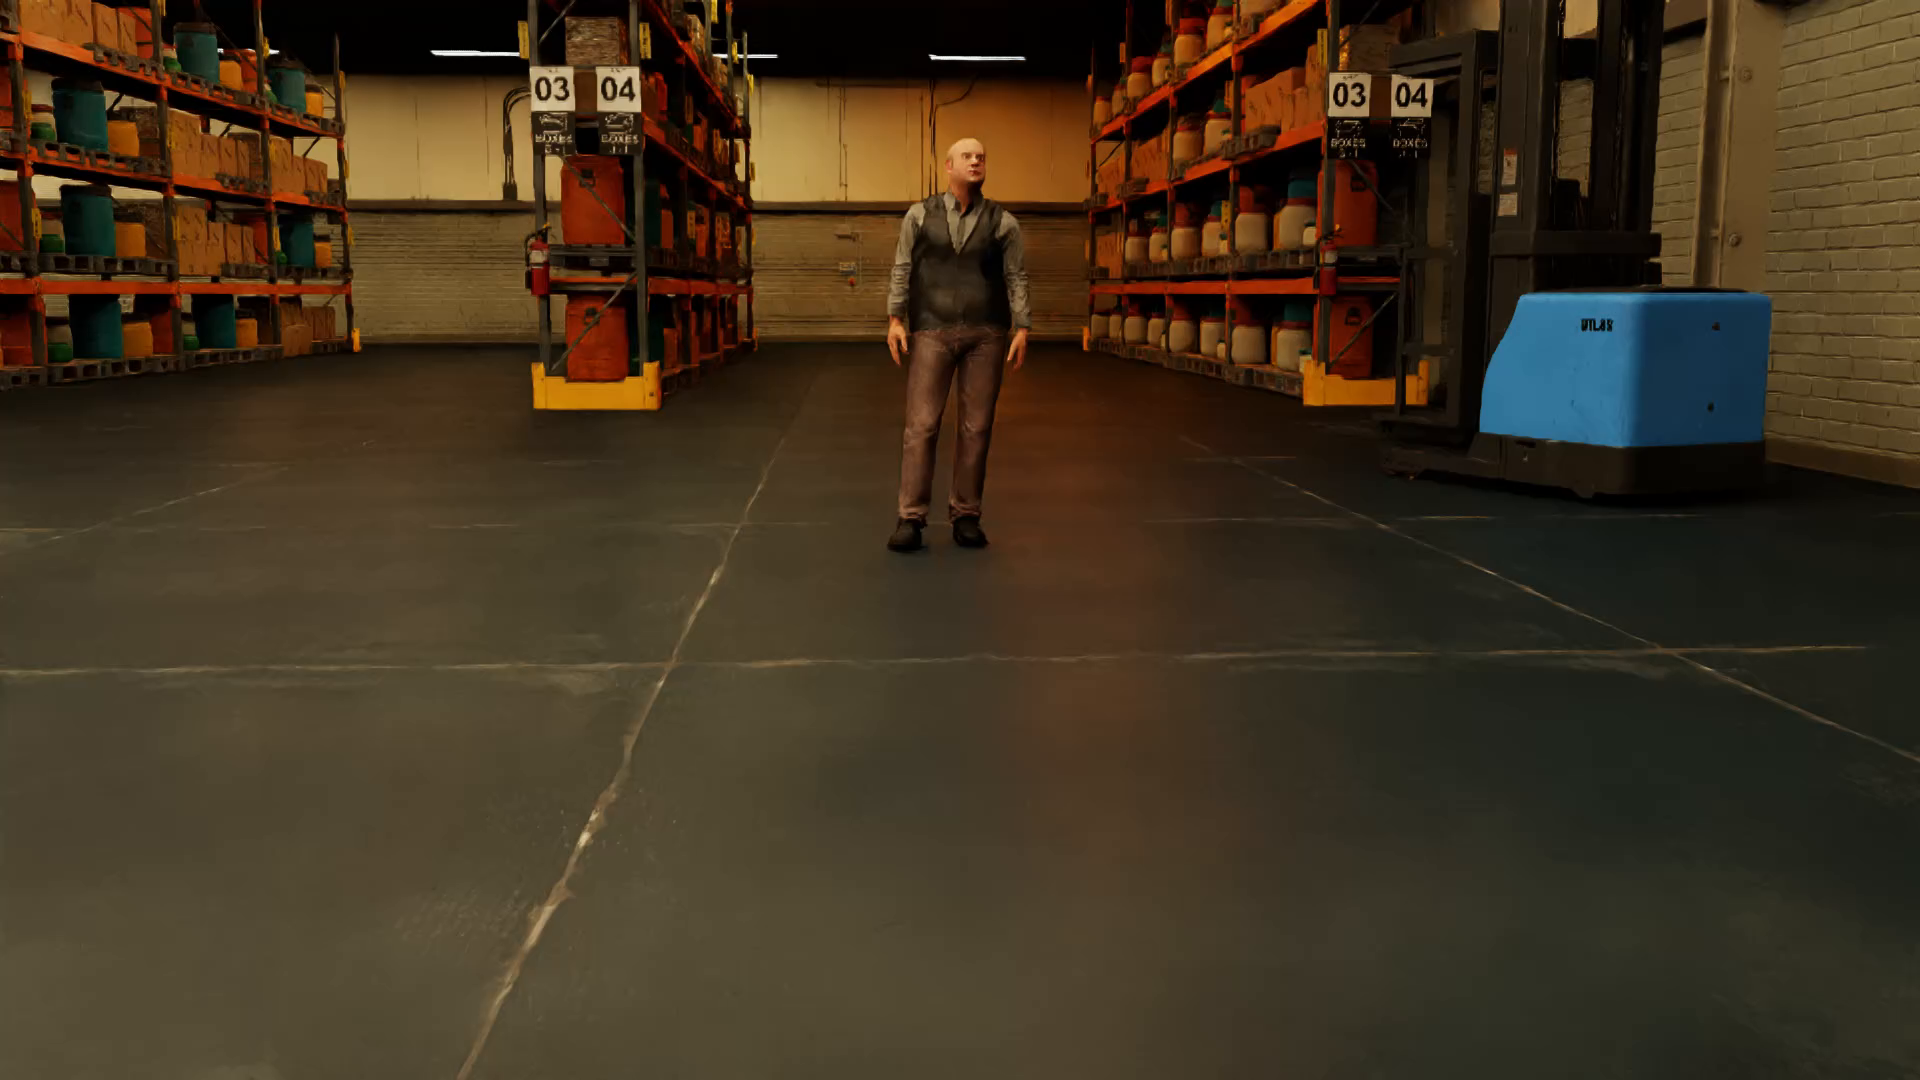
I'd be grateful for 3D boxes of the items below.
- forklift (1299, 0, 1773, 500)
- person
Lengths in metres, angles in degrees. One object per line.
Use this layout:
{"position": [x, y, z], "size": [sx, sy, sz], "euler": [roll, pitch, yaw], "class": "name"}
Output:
{"position": [3.172, -1.833, 9.679], "size": [1.130, 2.935, 3.031], "euler": [-4, 9, -23], "class": "forklift"}
{"position": [-0.004, -0.849, 7.120], "size": [0.632, 1.720, 0.567], "euler": [-1, 8, -4], "class": "person"}
